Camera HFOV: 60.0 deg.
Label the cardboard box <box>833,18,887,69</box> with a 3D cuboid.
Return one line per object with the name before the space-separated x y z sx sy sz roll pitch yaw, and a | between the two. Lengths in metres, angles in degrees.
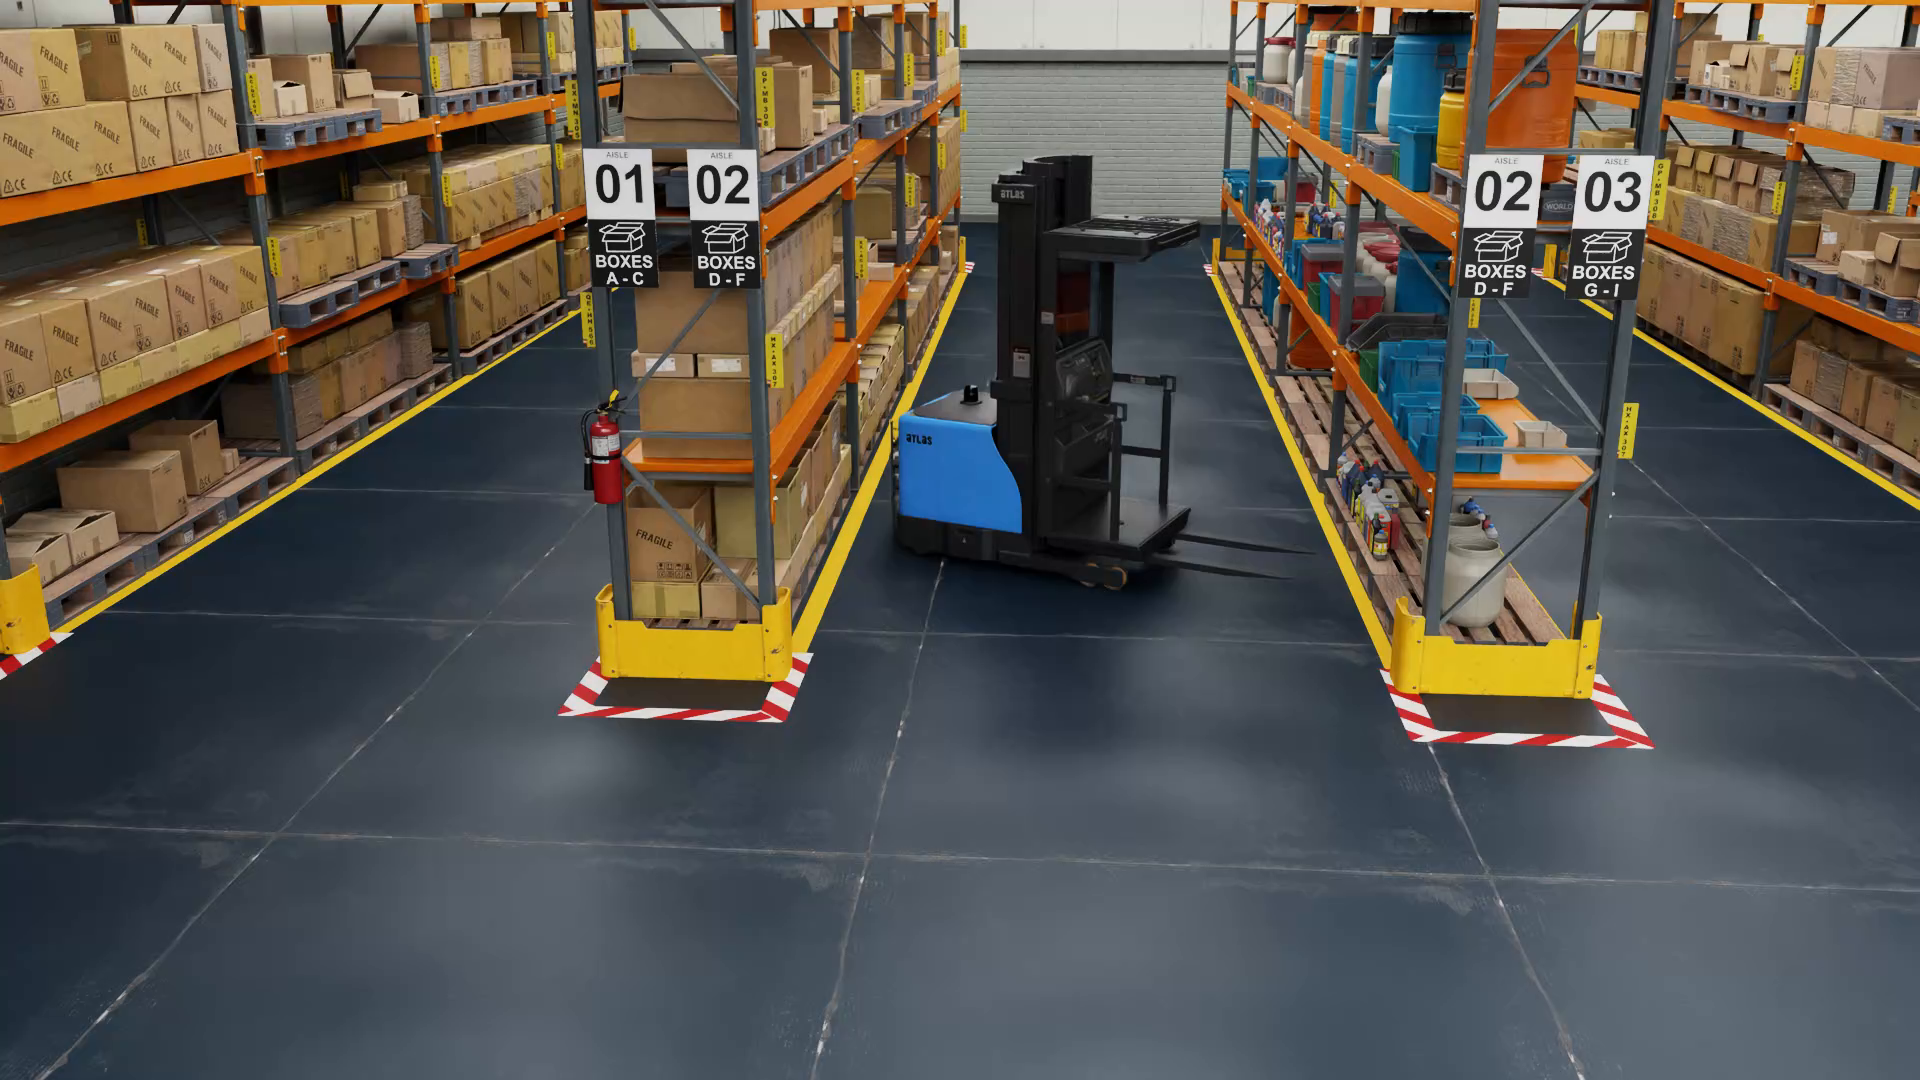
cardboard box | -1.037 -5.191 17.365 0.500 0.500 0.500 1 18 4

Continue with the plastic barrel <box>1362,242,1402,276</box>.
plastic barrel | 3.950 -2.473 15.434 0.433 0.535 0.433 0 18 0

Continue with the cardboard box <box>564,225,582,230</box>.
cardboard box | -5.673 -4.452 23.989 0.380 0.149 0.250 1 18 4

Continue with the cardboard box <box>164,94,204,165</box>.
cardboard box | -6.142 -3.138 12.673 0.500 0.500 0.500 0 18 -1

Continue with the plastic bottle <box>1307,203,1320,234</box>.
plastic bottle | 4.256 -3.868 19.989 0.144 0.351 0.185 1 18 4

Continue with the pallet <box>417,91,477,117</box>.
pallet | -6.023 -4.754 18.100 1.213 0.211 1.003 2 18 6

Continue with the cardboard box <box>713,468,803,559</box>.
cardboard box | -1.354 -0.189 11.220 0.500 0.500 0.500 1 18 4

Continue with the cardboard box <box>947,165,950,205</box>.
cardboard box | -0.408 -4.864 22.790 0.500 0.500 0.500 1 18 4

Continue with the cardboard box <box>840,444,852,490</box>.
cardboard box | -1.177 -0.609 13.707 0.500 0.250 0.500 1 18 4

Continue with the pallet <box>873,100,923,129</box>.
pallet | -1.034 -4.231 16.503 1.213 0.211 1.003 2 18 6

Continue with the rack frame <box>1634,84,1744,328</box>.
rack frame | 9.092 -4.128 20.703 1.000 3.000 0.127 1 18 4

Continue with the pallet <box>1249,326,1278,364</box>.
pallet | 3.970 -2.295 19.586 1.003 0.211 1.213 1 18 4

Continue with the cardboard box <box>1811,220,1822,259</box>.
cardboard box | 9.112 -3.078 17.338 0.500 0.500 0.500 2 18 6

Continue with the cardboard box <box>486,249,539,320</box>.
cardboard box | -5.707 -3.157 20.517 0.750 0.750 0.750 2 18 6

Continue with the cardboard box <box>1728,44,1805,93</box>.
cardboard box | 8.931 -5.194 18.301 0.797 0.503 0.637 1 18 3

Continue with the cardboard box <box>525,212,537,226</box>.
cardboard box | -5.490 -3.996 20.674 0.380 0.149 0.250 1 18 4

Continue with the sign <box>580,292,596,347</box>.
sign | -2.189 -1.302 9.840 0.100 0.325 0.005 1 18 4

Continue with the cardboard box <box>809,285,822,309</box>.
cardboard box | -1.242 -1.816 12.445 0.380 0.149 0.250 1 18 4

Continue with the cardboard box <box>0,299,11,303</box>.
cardboard box | -6.722 -1.334 11.182 0.500 0.500 0.500 2 18 5

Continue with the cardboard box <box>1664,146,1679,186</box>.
cardboard box | 8.859 -4.703 21.017 0.500 0.500 0.500 2 18 5

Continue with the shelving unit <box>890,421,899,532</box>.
shelving unit | -0.382 -0.507 13.023 0.258 0.900 0.210 9 20 26

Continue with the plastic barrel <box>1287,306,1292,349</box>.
plastic barrel | 3.835 -2.343 18.577 0.421 0.512 0.421 0 18 0

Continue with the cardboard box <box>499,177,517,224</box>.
cardboard box | -5.613 -4.039 19.762 0.500 0.500 0.500 2 18 5

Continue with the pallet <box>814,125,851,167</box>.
pallet | -1.397 -2.983 12.535 1.003 0.211 1.213 1 18 4

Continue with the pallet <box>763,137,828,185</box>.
pallet | -1.487 -2.605 11.382 1.003 0.211 1.213 1 18 4

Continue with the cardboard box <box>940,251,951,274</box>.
cardboard box | -0.393 -4.026 24.102 0.500 0.250 0.500 1 18 4

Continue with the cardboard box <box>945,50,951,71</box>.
cardboard box | -0.388 -6.553 22.725 0.500 0.250 0.500 1 18 4

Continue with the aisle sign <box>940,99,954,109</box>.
aisle sign | -0.191 -6.842 24.812 0.394 0.787 0.004 1 18 4

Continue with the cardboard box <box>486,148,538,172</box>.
cardboard box | -5.554 -4.705 20.589 0.500 0.250 0.500 2 18 5

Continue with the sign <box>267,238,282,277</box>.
sign | -5.761 -2.376 13.968 0.100 0.325 0.005 1 18 4

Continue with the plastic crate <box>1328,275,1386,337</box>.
plastic crate | 3.308 -1.941 13.927 0.402 0.464 0.583 1 18 4

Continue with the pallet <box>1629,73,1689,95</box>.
pallet | 9.161 -5.765 21.024 1.003 0.211 1.213 1 18 4

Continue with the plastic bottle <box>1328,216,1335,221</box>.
plastic bottle | 4.358 -3.666 19.492 0.152 0.276 0.135 1 18 4

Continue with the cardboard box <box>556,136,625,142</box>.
cardboard box | -5.469 -5.686 24.976 0.980 0.700 0.700 2 18 6

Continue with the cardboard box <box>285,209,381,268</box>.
cardboard box | -6.107 -2.940 16.211 0.700 0.500 0.500 1 18 4

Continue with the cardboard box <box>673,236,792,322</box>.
cardboard box | -1.531 -1.768 11.258 0.700 0.500 0.500 1 18 4

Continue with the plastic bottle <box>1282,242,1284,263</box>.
plastic bottle | 3.469 -3.076 17.680 0.061 0.283 0.133 1 18 4

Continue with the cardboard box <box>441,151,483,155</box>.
cardboard box | -6.084 -4.559 20.143 0.500 0.250 0.500 1 18 2

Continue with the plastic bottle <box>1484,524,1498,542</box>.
plastic bottle | 3.733 0.020 11.720 0.097 0.271 0.097 0 18 0

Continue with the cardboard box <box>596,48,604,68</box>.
cardboard box | -5.299 -6.746 23.283 0.500 0.250 0.500 1 18 2

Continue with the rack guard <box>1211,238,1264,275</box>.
rack guard | 4.428 -4.300 25.245 1.175 0.500 0.348 1 18 4

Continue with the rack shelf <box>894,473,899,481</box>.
rack shelf | -0.382 -0.475 13.034 0.258 0.077 0.200 9 20 26

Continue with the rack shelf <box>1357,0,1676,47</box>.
rack shelf | 3.435 -3.451 10.802 1.077 0.370 4.000 1 18 4

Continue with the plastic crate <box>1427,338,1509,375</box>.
plastic crate | 3.770 -1.333 12.413 0.499 0.251 0.616 1 18 4

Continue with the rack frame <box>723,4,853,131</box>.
rack frame | -1.362 -4.716 12.864 1.000 3.000 0.127 1 18 4

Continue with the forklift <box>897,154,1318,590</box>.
forklift | 1.077 -1.222 11.947 3.031 2.935 1.130 9 20 25

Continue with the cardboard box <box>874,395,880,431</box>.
cardboard box | -1.013 -1.198 15.502 0.500 0.250 0.500 1 18 2

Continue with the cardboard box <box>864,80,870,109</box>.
cardboard box | -1.123 -4.179 15.607 0.500 0.250 0.500 1 18 3

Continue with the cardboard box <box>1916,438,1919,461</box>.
cardboard box | 8.584 -0.854 14.021 0.700 0.500 0.500 0 18 0

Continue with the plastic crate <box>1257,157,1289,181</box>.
plastic crate | 4.601 -5.418 24.487 0.616 0.435 0.499 1 18 4

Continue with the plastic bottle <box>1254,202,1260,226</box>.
plastic bottle | 3.691 -4.037 20.614 0.061 0.283 0.133 1 18 4

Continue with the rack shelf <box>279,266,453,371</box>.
rack shelf | -6.160 -2.254 16.140 1.077 0.370 4.000 1 18 4

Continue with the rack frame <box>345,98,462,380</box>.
rack frame | -6.016 -3.217 17.924 1.000 3.000 0.127 1 18 4

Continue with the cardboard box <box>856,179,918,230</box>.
cardboard box | -0.886 -3.833 18.967 0.700 0.500 0.500 5 19 14

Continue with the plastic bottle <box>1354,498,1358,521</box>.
plastic bottle | 3.050 -0.245 12.642 0.097 0.201 0.097 0 18 0

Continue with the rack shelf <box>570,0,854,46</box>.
rack shelf | -1.505 -3.563 11.143 1.077 0.370 4.000 1 18 4
